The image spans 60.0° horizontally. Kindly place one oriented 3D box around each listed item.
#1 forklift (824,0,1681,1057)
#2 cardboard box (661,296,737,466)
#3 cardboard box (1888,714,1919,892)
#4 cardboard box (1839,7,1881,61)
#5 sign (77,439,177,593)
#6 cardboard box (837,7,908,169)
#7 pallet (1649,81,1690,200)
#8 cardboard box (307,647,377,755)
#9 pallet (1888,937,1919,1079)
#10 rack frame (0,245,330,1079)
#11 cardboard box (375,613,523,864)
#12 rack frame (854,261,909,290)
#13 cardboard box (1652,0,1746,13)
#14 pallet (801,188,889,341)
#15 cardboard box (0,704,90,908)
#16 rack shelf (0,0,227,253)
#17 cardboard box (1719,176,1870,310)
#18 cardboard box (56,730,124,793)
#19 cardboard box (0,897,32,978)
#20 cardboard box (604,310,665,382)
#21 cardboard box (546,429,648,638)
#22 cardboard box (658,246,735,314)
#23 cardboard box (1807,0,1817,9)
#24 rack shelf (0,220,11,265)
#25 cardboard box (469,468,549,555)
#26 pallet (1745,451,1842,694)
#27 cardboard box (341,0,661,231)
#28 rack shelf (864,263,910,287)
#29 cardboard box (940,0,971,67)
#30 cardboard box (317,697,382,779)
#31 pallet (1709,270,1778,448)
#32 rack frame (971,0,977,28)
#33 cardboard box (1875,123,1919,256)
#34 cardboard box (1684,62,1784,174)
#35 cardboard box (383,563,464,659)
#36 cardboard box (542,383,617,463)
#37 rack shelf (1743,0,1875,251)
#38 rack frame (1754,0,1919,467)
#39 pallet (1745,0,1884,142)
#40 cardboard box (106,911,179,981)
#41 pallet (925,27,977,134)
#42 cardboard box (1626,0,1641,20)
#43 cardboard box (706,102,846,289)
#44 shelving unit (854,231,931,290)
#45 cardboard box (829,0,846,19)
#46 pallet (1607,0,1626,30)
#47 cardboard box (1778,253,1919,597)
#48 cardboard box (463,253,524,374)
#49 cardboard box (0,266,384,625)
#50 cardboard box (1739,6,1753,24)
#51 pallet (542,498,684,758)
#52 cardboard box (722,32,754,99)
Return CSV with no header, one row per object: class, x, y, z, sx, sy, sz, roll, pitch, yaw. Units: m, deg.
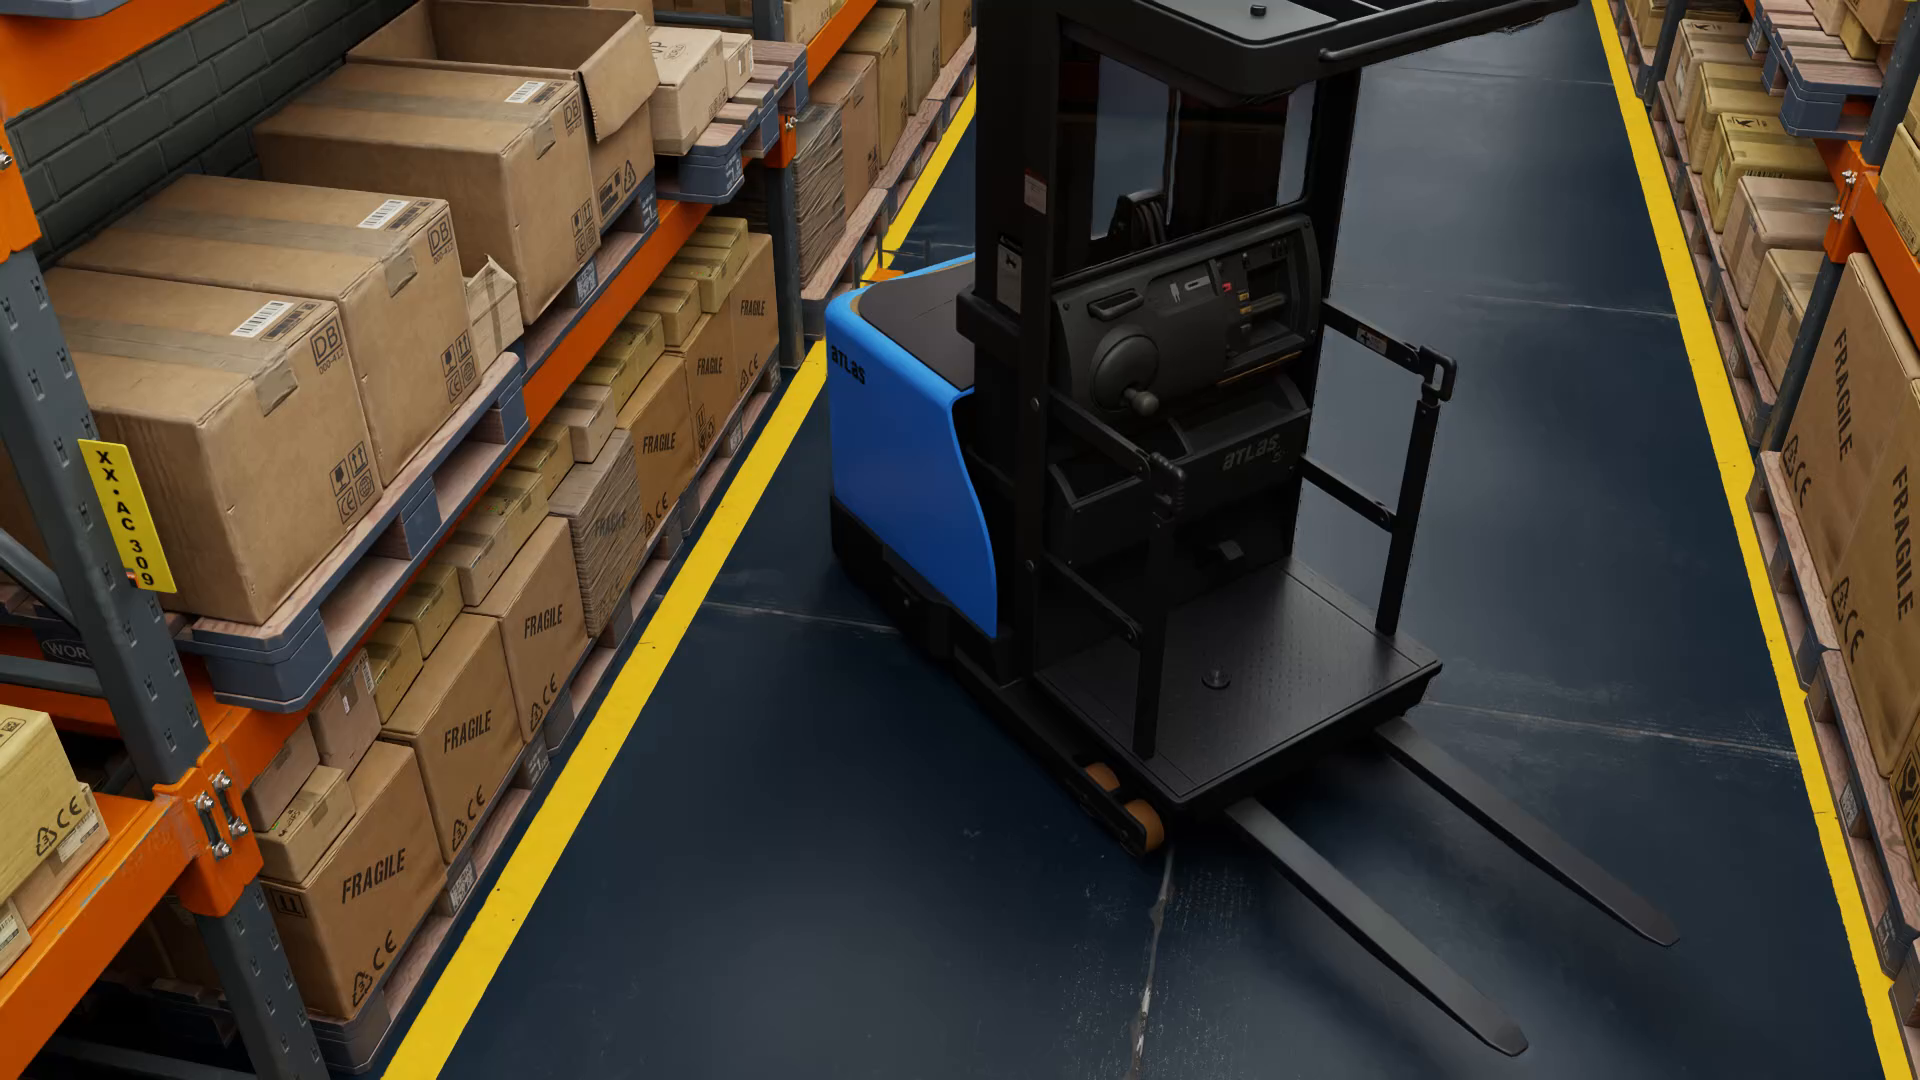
forklift,0.782,-0.571,4.540,1.130,2.935,3.031,-22,41,-27
cardboard box,-1.183,-0.649,6.361,0.500,0.500,0.500,7,36,9
cardboard box,3.050,0.673,4.217,0.875,0.875,0.875,8,37,11
cardboard box,3.491,-1.874,6.136,0.380,0.149,0.250,8,37,11
sign,-1.508,-0.039,3.011,0.100,0.325,0.005,7,37,10
cardboard box,-0.764,-2.372,8.632,0.875,0.625,0.625,6,36,8
pallet,4.354,-2.143,9.027,1.003,0.211,1.213,7,37,10
cardboard box,-1.695,0.379,4.137,0.380,0.149,0.250,6,36,8
pallet,2.901,1.545,3.939,1.003,0.211,1.213,7,37,10
rack frame,-2.040,0.247,3.353,1.000,3.000,0.127,7,37,10
cardboard box,-1.613,0.534,4.729,0.500,0.500,0.500,7,36,9
rack frame,-0.274,-0.532,6.089,0.200,1.050,0.008,10,37,14
cardboard box,4.383,-3.452,9.803,0.500,0.500,0.500,7,36,9
pallet,-0.972,-1.384,7.979,1.003,0.211,1.213,7,37,10
cardboard box,-1.910,0.510,2.864,0.500,0.250,0.500,8,37,11
rack shelf,-1.613,-1.822,4.265,1.077,0.370,4.000,7,37,10
cardboard box,3.945,-1.278,7.339,0.950,0.372,0.625,7,36,9
cardboard box,-2.243,0.580,4.113,0.380,0.149,0.250,6,36,8
cardboard box,-1.896,0.716,2.921,0.380,0.149,0.250,8,37,11
cardboard box,-1.272,-0.700,5.879,0.380,0.149,0.250,8,37,11
cardboard box,-1.385,-0.048,5.533,0.500,0.500,0.500,6,36,8
cardboard box,-1.072,-0.991,6.281,0.380,0.149,0.250,6,36,8
cardboard box,3.563,-2.168,6.541,0.380,0.149,0.250,6,36,8
rack shelf,-2.467,0.471,1.101,1.077,0.370,4.000,7,37,10
cardboard box,-1.486,-0.102,5.054,0.380,0.149,0.250,9,37,12
pallet,3.422,0.146,5.869,1.003,0.211,1.213,7,37,10
cardboard box,-1.354,-1.299,5.040,0.797,0.503,0.637,7,36,9
rack shelf,-0.238,-0.822,6.023,0.215,0.259,0.240,10,37,14
cardboard box,-0.432,-3.247,9.840,0.875,0.625,0.625,9,37,12
cardboard box,-1.720,0.486,4.243,0.380,0.149,0.250,6,36,9
pallet,3.833,-0.744,7.097,1.003,0.211,1.213,7,37,10
rack frame,-0.331,-4.339,9.681,1.000,3.000,0.127,7,37,10
cardboard box,3.314,-1.116,5.361,0.500,0.250,0.500,7,36,9
cardboard box,4.259,-2.111,8.488,0.950,0.372,0.625,10,37,13
cardboard box,-1.631,0.179,4.667,0.380,0.149,0.250,7,36,9
cardboard box,-1.354,-0.395,5.458,0.380,0.149,0.250,6,36,8
rack shelf,4.092,-2.281,7.454,1.077,0.370,4.000,7,37,10
rack frame,3.664,-1.426,5.661,1.000,3.000,0.127,7,37,10
pallet,3.713,-1.770,6.300,1.213,0.211,1.003,7,37,10
cardboard box,-2.224,0.771,4.402,0.500,0.500,0.500,7,37,10
pallet,-0.450,-2.783,9.909,1.003,0.211,1.213,7,37,10
cardboard box,4.486,-3.455,10.446,0.500,0.250,0.500,6,36,9
cardboard box,-1.039,-1.610,7.581,0.875,0.625,0.625,8,37,11
shelving unit,-0.238,-0.600,6.184,0.215,1.050,0.252,10,37,14
cardboard box,-0.740,-2.496,7.266,0.500,0.250,0.500,7,36,9
pallet,4.886,-3.681,11.149,1.003,0.211,1.213,7,37,10
cardboard box,3.436,-0.350,5.629,0.875,0.875,0.875,7,37,10
cardboard box,-1.368,-0.617,4.301,0.396,0.266,0.258,9,37,12
cardboard box,-1.718,-0.212,3.544,0.700,0.500,0.500,8,37,11
cardboard box,4.909,-3.080,9.929,0.500,0.250,0.500,6,36,8
pallet,-1.645,0.204,5.789,1.003,0.211,1.213,7,37,10
cardboard box,-0.951,-1.689,5.881,0.380,0.149,0.250,8,37,11
